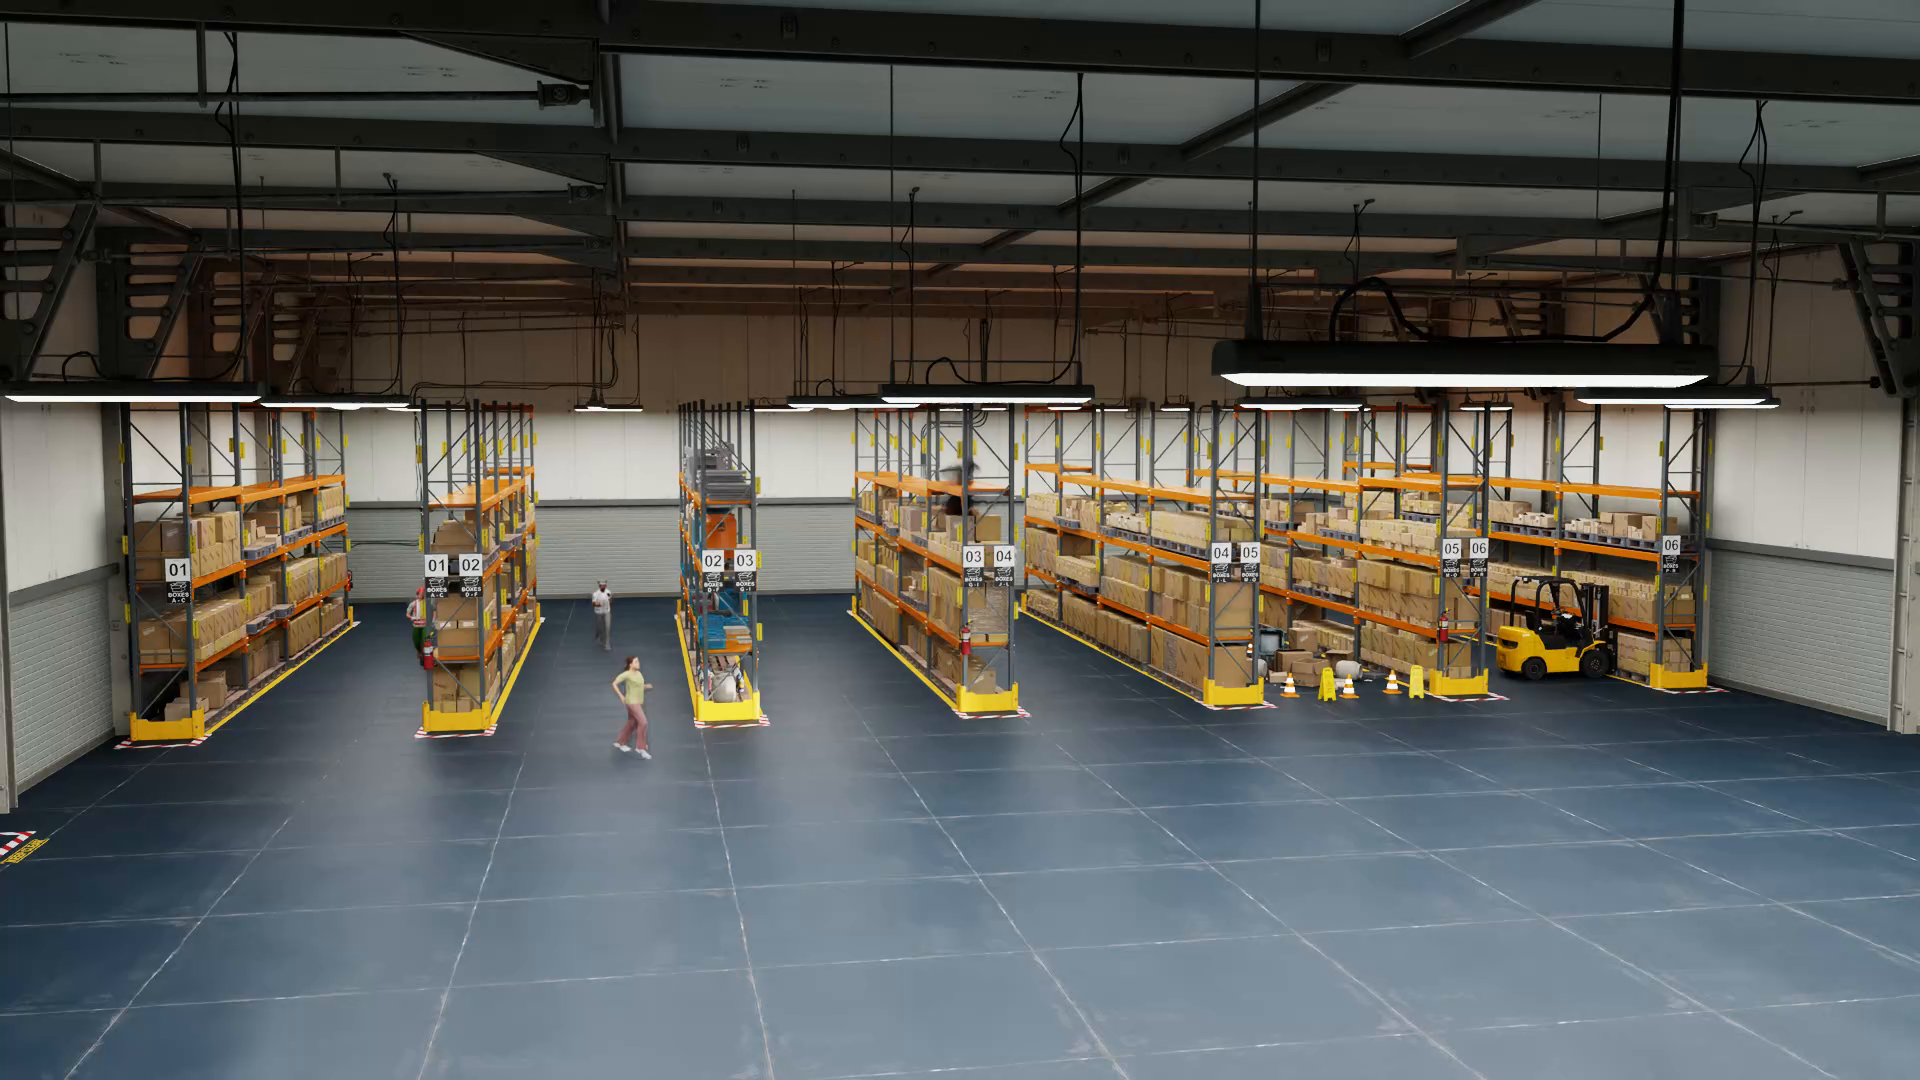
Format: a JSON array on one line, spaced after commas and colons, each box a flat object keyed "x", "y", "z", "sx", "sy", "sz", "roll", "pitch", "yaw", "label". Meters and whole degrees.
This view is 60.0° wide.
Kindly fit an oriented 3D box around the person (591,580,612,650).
[{"x": -8.766, "y": 1.800, "z": 40.765, "sx": 0.549, "sy": 1.692, "sz": 0.924, "roll": -2, "pitch": 5, "yaw": -22, "label": "person"}]

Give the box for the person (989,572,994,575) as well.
[{"x": 0.603, "y": 1.210, "z": 48.626, "sx": 0.827, "sy": 1.678, "sz": 0.647, "roll": 1, "pitch": 4, "yaw": 15, "label": "person"}]

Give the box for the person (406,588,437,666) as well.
[{"x": -12.304, "y": 1.973, "z": 38.004, "sx": 0.650, "sy": 1.757, "sz": 0.782, "roll": -1, "pitch": 4, "yaw": -15, "label": "person"}]

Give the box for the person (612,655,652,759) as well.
[{"x": -5.478, "y": 2.781, "z": 27.856, "sx": 0.734, "sy": 1.723, "sz": 0.549, "roll": 1, "pitch": 4, "yaw": 16, "label": "person"}]
